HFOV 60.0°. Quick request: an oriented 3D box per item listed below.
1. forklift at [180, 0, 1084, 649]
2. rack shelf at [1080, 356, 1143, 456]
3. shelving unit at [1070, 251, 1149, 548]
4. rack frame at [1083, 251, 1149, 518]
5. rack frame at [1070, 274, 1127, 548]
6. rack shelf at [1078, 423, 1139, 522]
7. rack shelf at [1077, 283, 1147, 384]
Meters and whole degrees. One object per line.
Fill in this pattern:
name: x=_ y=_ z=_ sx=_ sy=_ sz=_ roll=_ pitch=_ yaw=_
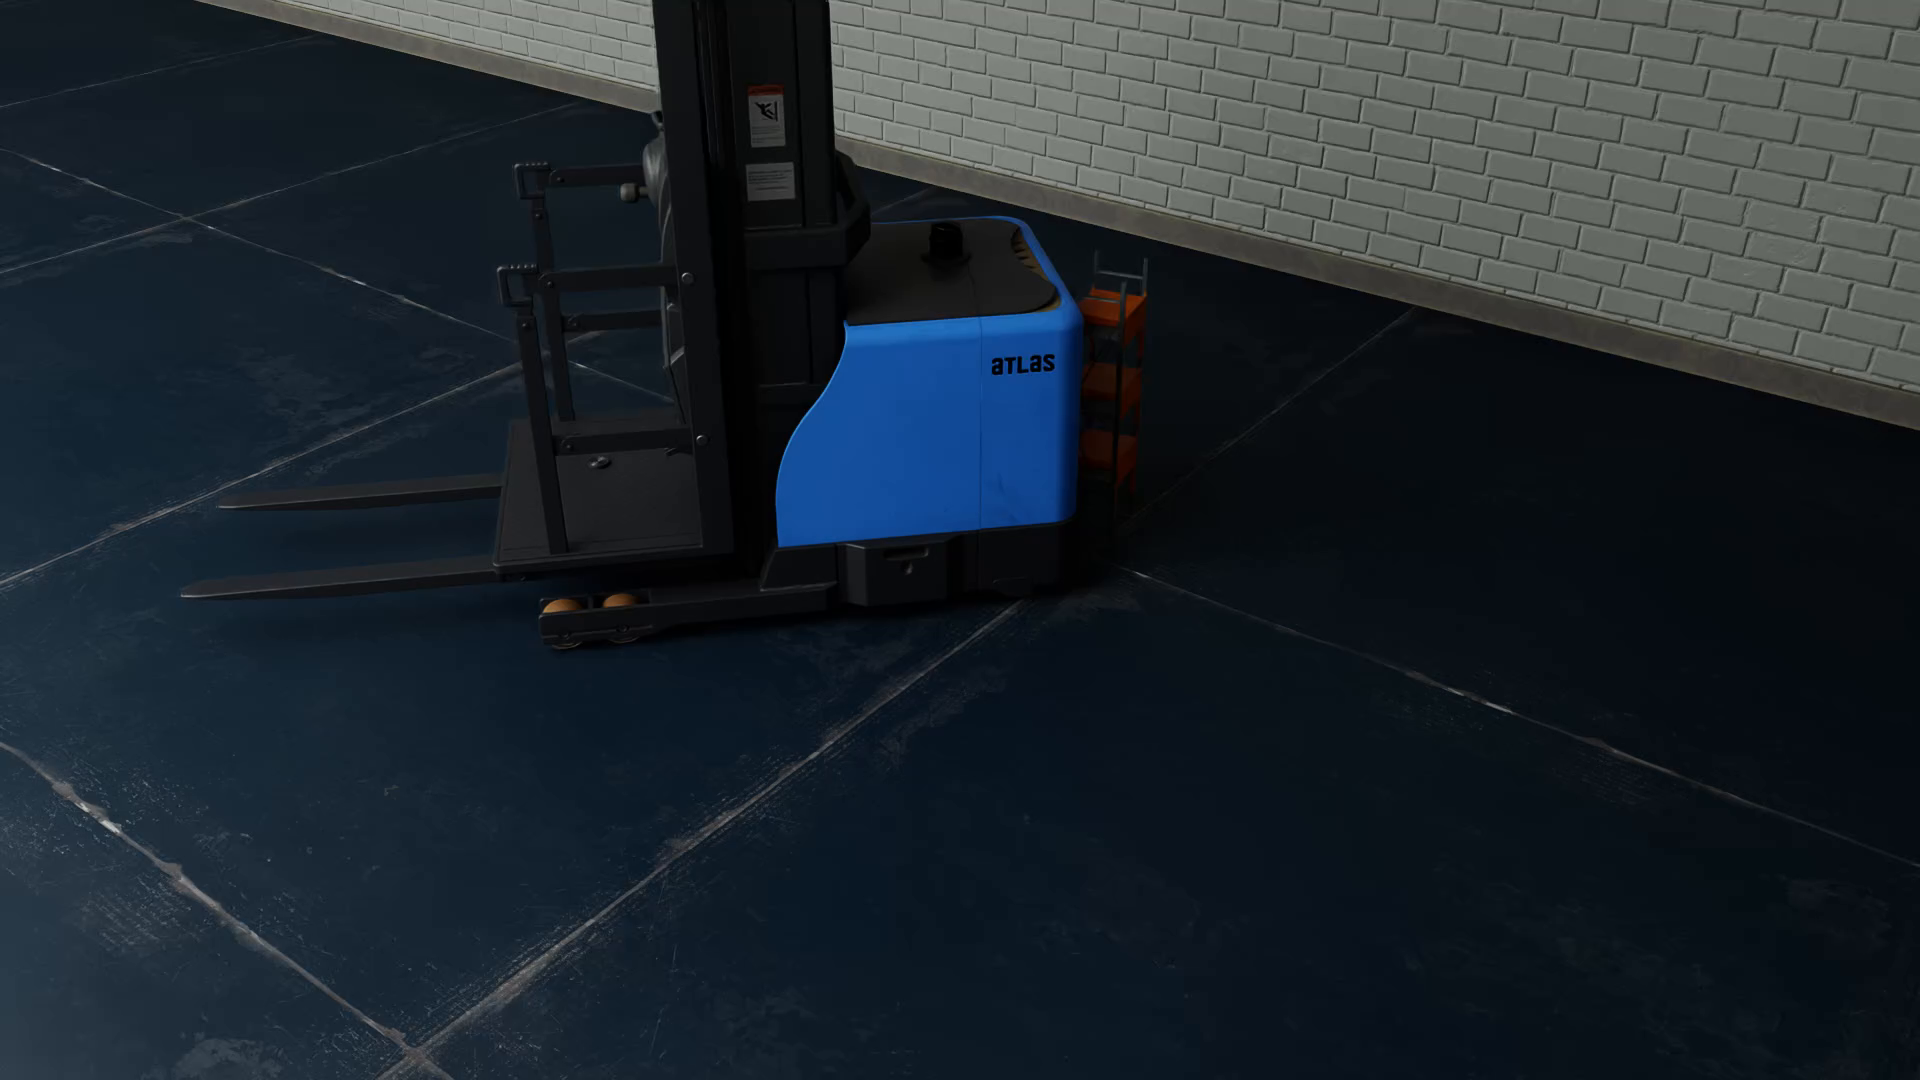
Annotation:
forklift: x=-1.146 y=-1.184 z=5.373 sx=3.031 sy=2.935 sz=1.130 roll=-5 pitch=31 yaw=-9
rack shelf: x=0.524 y=-0.493 z=6.073 sx=0.215 sy=0.259 sz=0.240 roll=12 pitch=33 yaw=20
shelving unit: x=0.524 y=-0.502 z=6.067 sx=0.215 sy=1.050 sz=0.252 roll=12 pitch=33 yaw=20
rack frame: x=0.572 y=-0.559 z=6.164 sx=0.200 sy=1.050 sz=0.008 roll=12 pitch=33 yaw=20
rack frame: x=0.476 y=-0.445 z=5.971 sx=0.200 sy=1.050 sz=0.008 roll=12 pitch=33 yaw=20
rack shelf: x=0.524 y=-0.254 z=6.214 sx=0.215 sy=0.259 sz=0.240 roll=12 pitch=33 yaw=20
rack shelf: x=0.524 y=-0.737 z=5.928 sx=0.215 sy=0.259 sz=0.240 roll=12 pitch=33 yaw=20
